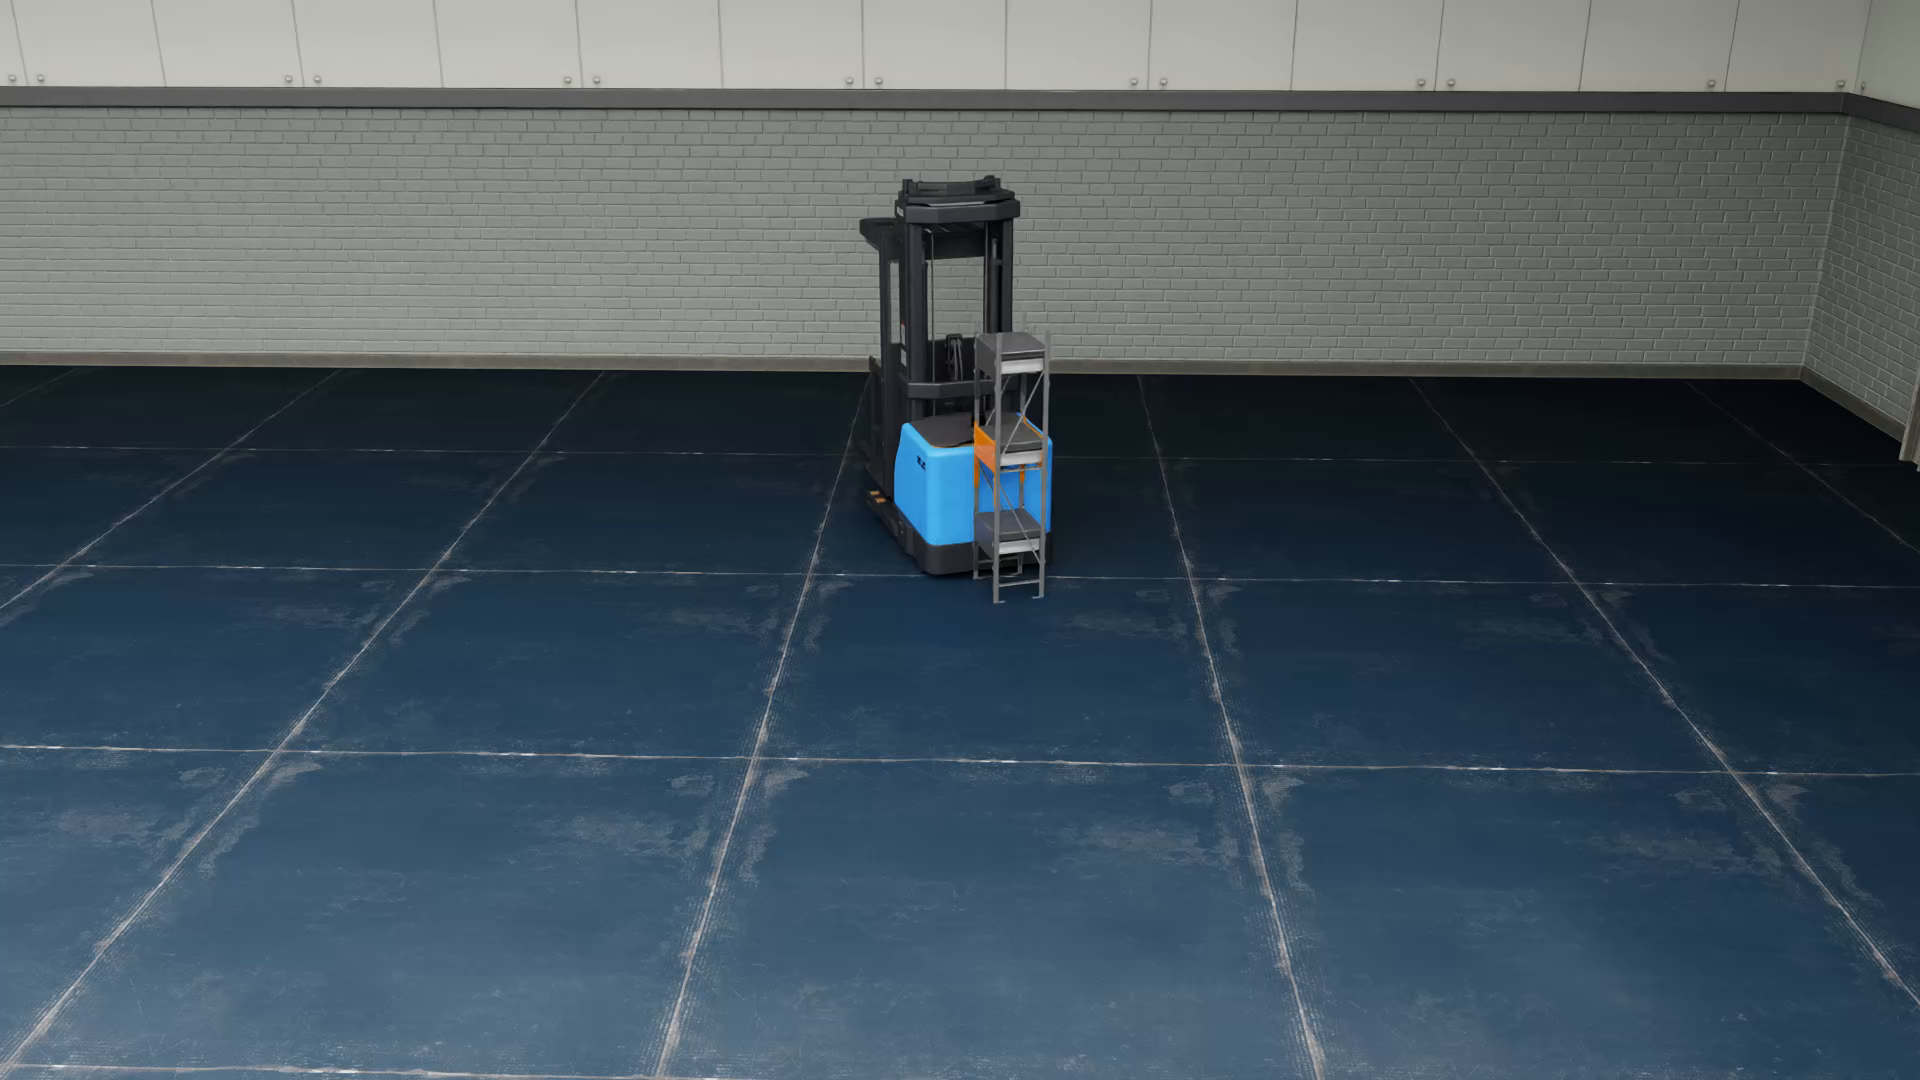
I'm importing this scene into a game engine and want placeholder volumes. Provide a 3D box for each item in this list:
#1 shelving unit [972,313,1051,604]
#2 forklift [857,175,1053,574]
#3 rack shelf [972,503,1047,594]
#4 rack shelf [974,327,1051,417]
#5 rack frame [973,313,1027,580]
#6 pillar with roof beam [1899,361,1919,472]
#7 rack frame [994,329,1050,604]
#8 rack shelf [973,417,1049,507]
[{"bbox_3d":[0.376,-0.601,12.460,0.431,2.100,0.503,-7,23,-16],"label":"shelving unit"},{"bbox_3d":[-0.188,-1.600,13.894,1.130,2.935,3.031,-6,22,-16],"label":"forklift"},{"bbox_3d":[0.374,0.061,12.726,0.431,0.518,0.480,-7,23,-16],"label":"rack shelf"},{"bbox_3d":[0.379,-1.238,12.204,0.431,0.518,0.480,-7,23,-16],"label":"rack shelf"},{"bbox_3d":[0.302,-0.688,12.676,0.400,2.100,0.015,-7,23,-16],"label":"rack frame"},{"bbox_3d":[4.773,-4.945,14.127,9.100,9.000,0.400,1,21,2],"label":"pillar with roof beam"},{"bbox_3d":[0.450,-0.514,12.244,0.400,2.100,0.015,-7,23,-16],"label":"rack frame"},{"bbox_3d":[0.376,-0.588,12.465,0.431,0.518,0.480,-7,23,-16],"label":"rack shelf"}]
